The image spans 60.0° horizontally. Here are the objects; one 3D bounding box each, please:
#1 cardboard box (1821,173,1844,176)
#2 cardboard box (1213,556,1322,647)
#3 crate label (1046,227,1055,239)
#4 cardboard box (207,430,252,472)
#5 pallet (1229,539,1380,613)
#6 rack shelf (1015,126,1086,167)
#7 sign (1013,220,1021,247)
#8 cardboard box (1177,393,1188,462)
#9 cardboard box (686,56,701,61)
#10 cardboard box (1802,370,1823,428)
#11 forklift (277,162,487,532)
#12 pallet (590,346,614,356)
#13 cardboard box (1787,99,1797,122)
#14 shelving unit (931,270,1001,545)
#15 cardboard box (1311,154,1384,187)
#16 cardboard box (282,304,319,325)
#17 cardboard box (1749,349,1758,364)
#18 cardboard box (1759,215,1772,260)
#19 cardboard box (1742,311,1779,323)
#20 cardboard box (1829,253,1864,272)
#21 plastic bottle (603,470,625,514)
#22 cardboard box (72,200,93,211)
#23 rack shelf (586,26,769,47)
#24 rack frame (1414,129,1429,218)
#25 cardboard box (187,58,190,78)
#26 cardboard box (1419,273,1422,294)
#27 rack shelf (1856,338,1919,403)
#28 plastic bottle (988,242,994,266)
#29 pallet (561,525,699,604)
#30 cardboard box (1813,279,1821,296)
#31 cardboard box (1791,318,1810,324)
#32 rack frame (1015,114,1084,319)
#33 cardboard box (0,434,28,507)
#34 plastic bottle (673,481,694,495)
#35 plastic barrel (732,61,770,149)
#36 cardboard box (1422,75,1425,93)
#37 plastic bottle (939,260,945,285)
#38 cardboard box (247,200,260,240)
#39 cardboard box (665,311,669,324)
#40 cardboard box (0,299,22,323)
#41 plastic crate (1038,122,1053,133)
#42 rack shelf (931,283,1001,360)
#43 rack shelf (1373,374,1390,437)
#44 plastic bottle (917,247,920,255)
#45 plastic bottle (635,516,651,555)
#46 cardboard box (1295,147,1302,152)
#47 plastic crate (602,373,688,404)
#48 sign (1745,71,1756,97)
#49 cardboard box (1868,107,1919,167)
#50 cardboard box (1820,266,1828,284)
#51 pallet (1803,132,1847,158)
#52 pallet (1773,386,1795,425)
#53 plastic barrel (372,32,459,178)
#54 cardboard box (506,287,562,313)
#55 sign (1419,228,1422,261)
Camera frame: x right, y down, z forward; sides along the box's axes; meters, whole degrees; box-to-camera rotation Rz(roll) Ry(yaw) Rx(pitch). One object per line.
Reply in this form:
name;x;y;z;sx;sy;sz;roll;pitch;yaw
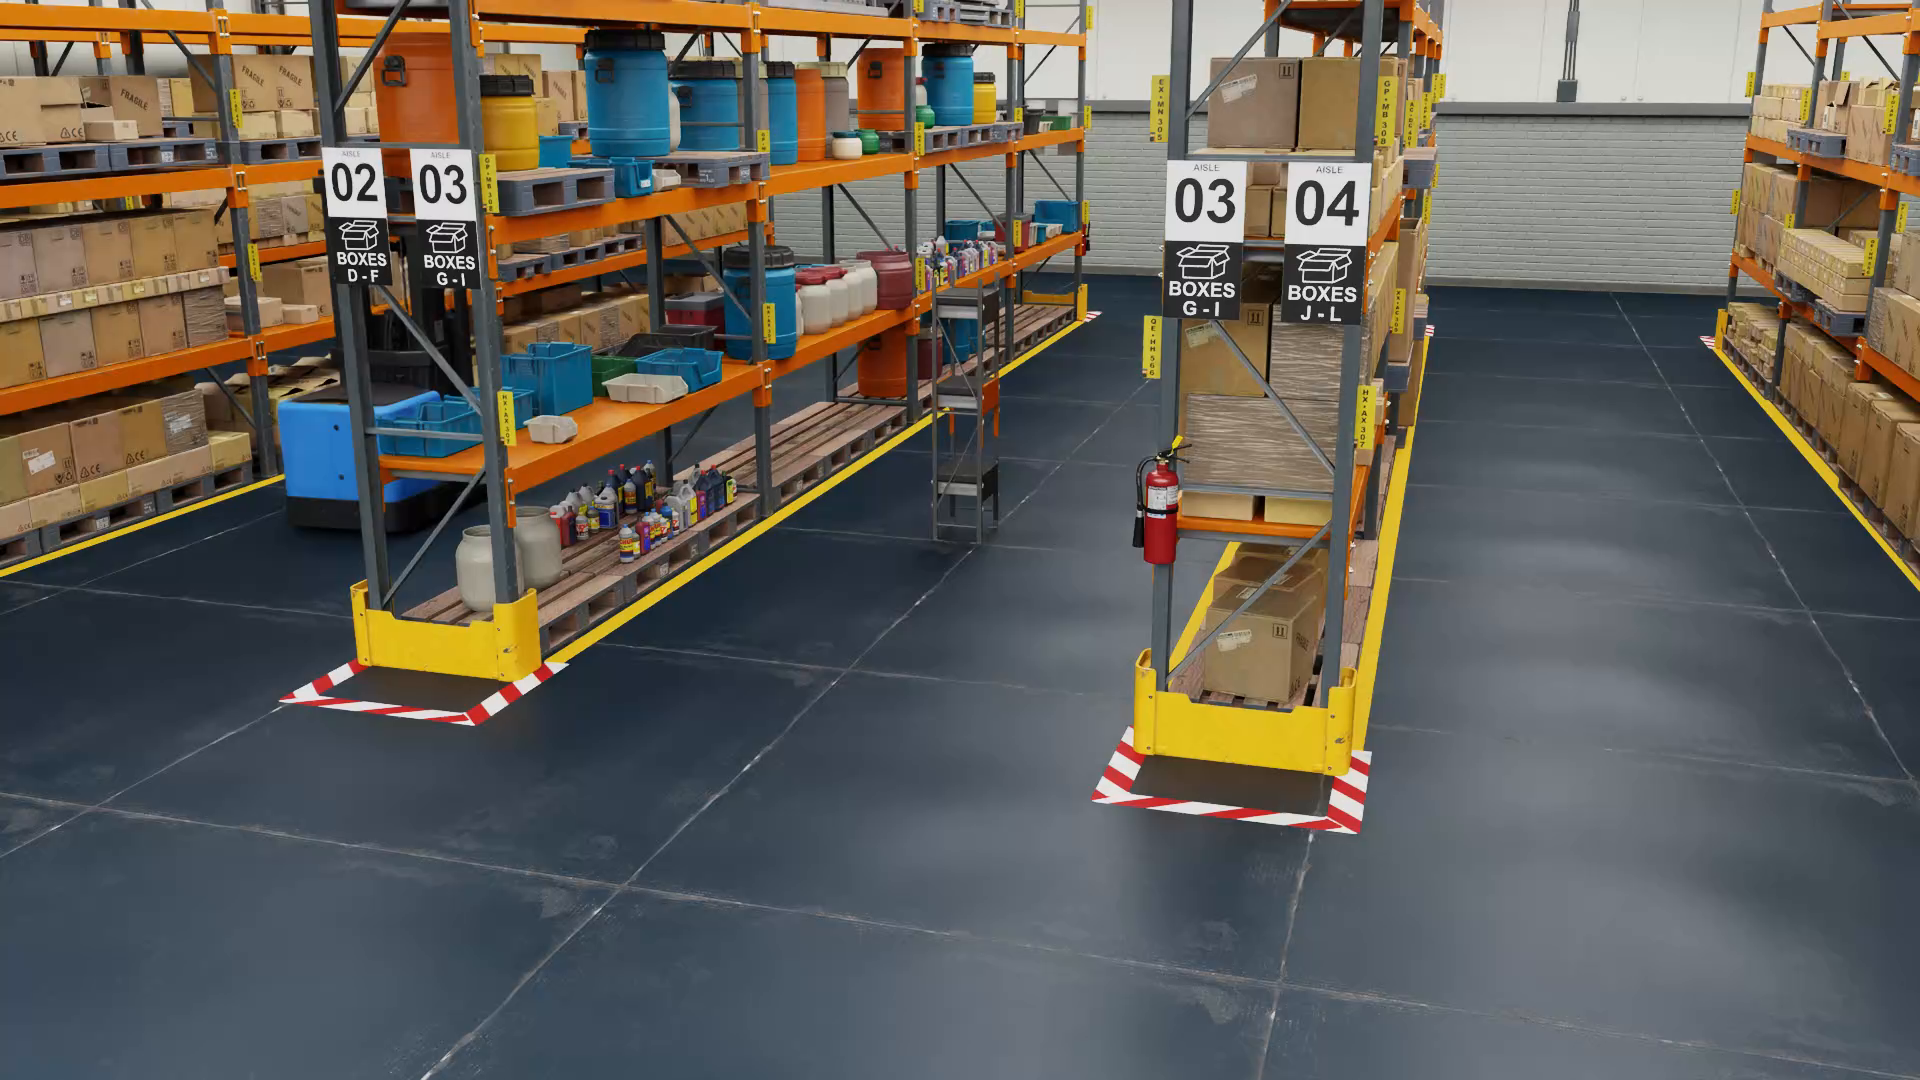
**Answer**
cardboard box;10.337;-4.014;19.424;0.500;0.500;0.500;5;17;17
cardboard box;1.864;0.431;10.123;0.500;0.500;0.500;10;18;30
crate label;1.121;-4.343;23.519;0.396;0.136;0.243;5;16;16
cardboard box;-6.749;-0.805;14.939;0.500;0.250;0.500;5;16;16
pallet;2.513;0.225;12.148;1.003;0.211;1.213;5;16;16
rack shelf;0.763;-5.392;22.664;1.077;0.370;4.000;5;16;16
sign;0.721;-3.862;20.940;0.100;0.325;0.005;5;16;16
cardboard box;1.743;-0.721;9.647;0.875;0.500;0.500;5;16;16
cardboard box;-4.038;-6.510;23.273;0.700;0.500;0.500;5;16;16
cardboard box;8.756;-1.397;16.569;0.500;0.500;0.500;4;16;13
forklift;-4.635;-1.833;14.420;1.130;2.935;3.031;4;16;13
pallet;-5.093;-2.279;20.979;1.003;0.211;1.213;5;16;16
cardboard box;9.716;-4.864;18.842;0.500;0.250;0.500;4;16;14
shelving unit;0.047;-1.053;13.196;0.431;2.100;0.503;5;16;16
cardboard box;2.000;-1.925;8.667;0.380;0.149;0.250;5;17;17
cardboard box;-6.379;-2.159;15.904;0.380;0.149;0.250;5;16;16
cardboard box;9.749;-2.207;20.068;0.380;0.149;0.250;5;16;16
cardboard box;9.828;-3.582;19.733;0.500;0.500;0.500;5;16;16
cardboard box;10.184;-2.820;21.140;0.380;0.149;0.250;4;16;13
cardboard box;8.381;-2.595;15.583;0.380;0.149;0.250;5;17;18
plastic bottle;-2.760;-0.388;13.247;0.144;0.351;0.185;4;16;14
cardboard box;-10.510;-3.973;19.660;0.380;0.149;0.250;2;16;9
rack shelf;-3.985;-7.219;23.612;1.077;0.370;4.000;5;16;16
rack frame;4.943;-3.388;19.776;1.000;3.000;0.127;5;16;16
cardboard box;-9.822;-6.238;21.964;0.500;0.250;0.500;4;16;14
cardboard box;5.463;-2.969;21.426;0.875;0.875;0.875;5;16;16
rack shelf;7.965;-1.061;12.890;1.077;0.370;4.000;5;16;16
plastic bottle;0.371;-3.523;20.468;0.061;0.283;0.133;5;16;16
pallet;-2.655;0.155;12.394;1.003;0.211;1.213;5;16;16
cardboard box;8.527;-2.444;16.138;0.380;0.149;0.250;4;16;13
cardboard box;10.483;-2.645;20.522;0.380;0.149;0.250;4;16;14
rack frame;1.331;-4.818;24.820;1.000;3.000;0.127;5;16;16
cardboard box;-7.458;-0.511;12.530;0.500;0.500;0.500;5;16;16
plastic bottle;-2.189;-0.344;13.230;0.152;0.276;0.135;5;16;16
plastic barrel;-1.957;-3.684;14.405;0.600;0.901;0.600;0;16;0
cardboard box;5.550;-5.604;20.958;0.700;0.500;0.500;5;17;18
plastic bottle;-0.215;-2.996;18.631;0.097;0.271;0.097;0;16;0
cardboard box;-9.617;-4.204;21.891;0.500;0.500;0.500;5;17;17
cardboard box;-4.227;-3.168;23.123;0.500;0.311;0.500;5;16;16
cardboard box;-7.354;-1.734;12.573;0.380;0.149;0.250;4;16;14
plastic crate;0.982;-5.575;22.472;0.437;0.136;0.530;5;16;16
rack shelf;0.047;-1.714;13.008;0.431;0.518;0.480;5;16;16
rack shelf;3.238;-1.472;14.340;1.077;0.370;4.000;5;16;16
plastic bottle;-0.565;-3.378;19.970;0.152;0.276;0.135;5;16;16
plastic bottle;-2.320;-0.045;12.163;0.061;0.283;0.133;5;17;17
cardboard box;1.907;-2.382;10.278;0.380;0.149;0.250;5;17;17
plastic crate;-2.297;-1.107;12.220;0.530;0.136;0.437;5;16;16
sign;10.287;-5.929;21.636;0.100;0.325;0.005;5;16;16
cardboard box;8.452;-3.590;14.810;0.500;0.500;0.500;5;16;16
cardboard box;8.455;-2.523;15.874;0.380;0.149;0.250;5;16;16
pallet;9.101;-3.904;16.445;1.213;0.211;1.003;5;16;16
pallet;9.450;-1.431;17.989;1.003;0.211;1.213;5;16;16
plastic barrel;-3.199;-2.621;10.019;0.600;0.830;0.708;5;16;16
cardboard box;-5.351;-3.026;20.902;0.500;0.250;0.500;4;16;15
sign;4.330;-2.820;15.799;0.100;0.325;0.005;5;16;16
